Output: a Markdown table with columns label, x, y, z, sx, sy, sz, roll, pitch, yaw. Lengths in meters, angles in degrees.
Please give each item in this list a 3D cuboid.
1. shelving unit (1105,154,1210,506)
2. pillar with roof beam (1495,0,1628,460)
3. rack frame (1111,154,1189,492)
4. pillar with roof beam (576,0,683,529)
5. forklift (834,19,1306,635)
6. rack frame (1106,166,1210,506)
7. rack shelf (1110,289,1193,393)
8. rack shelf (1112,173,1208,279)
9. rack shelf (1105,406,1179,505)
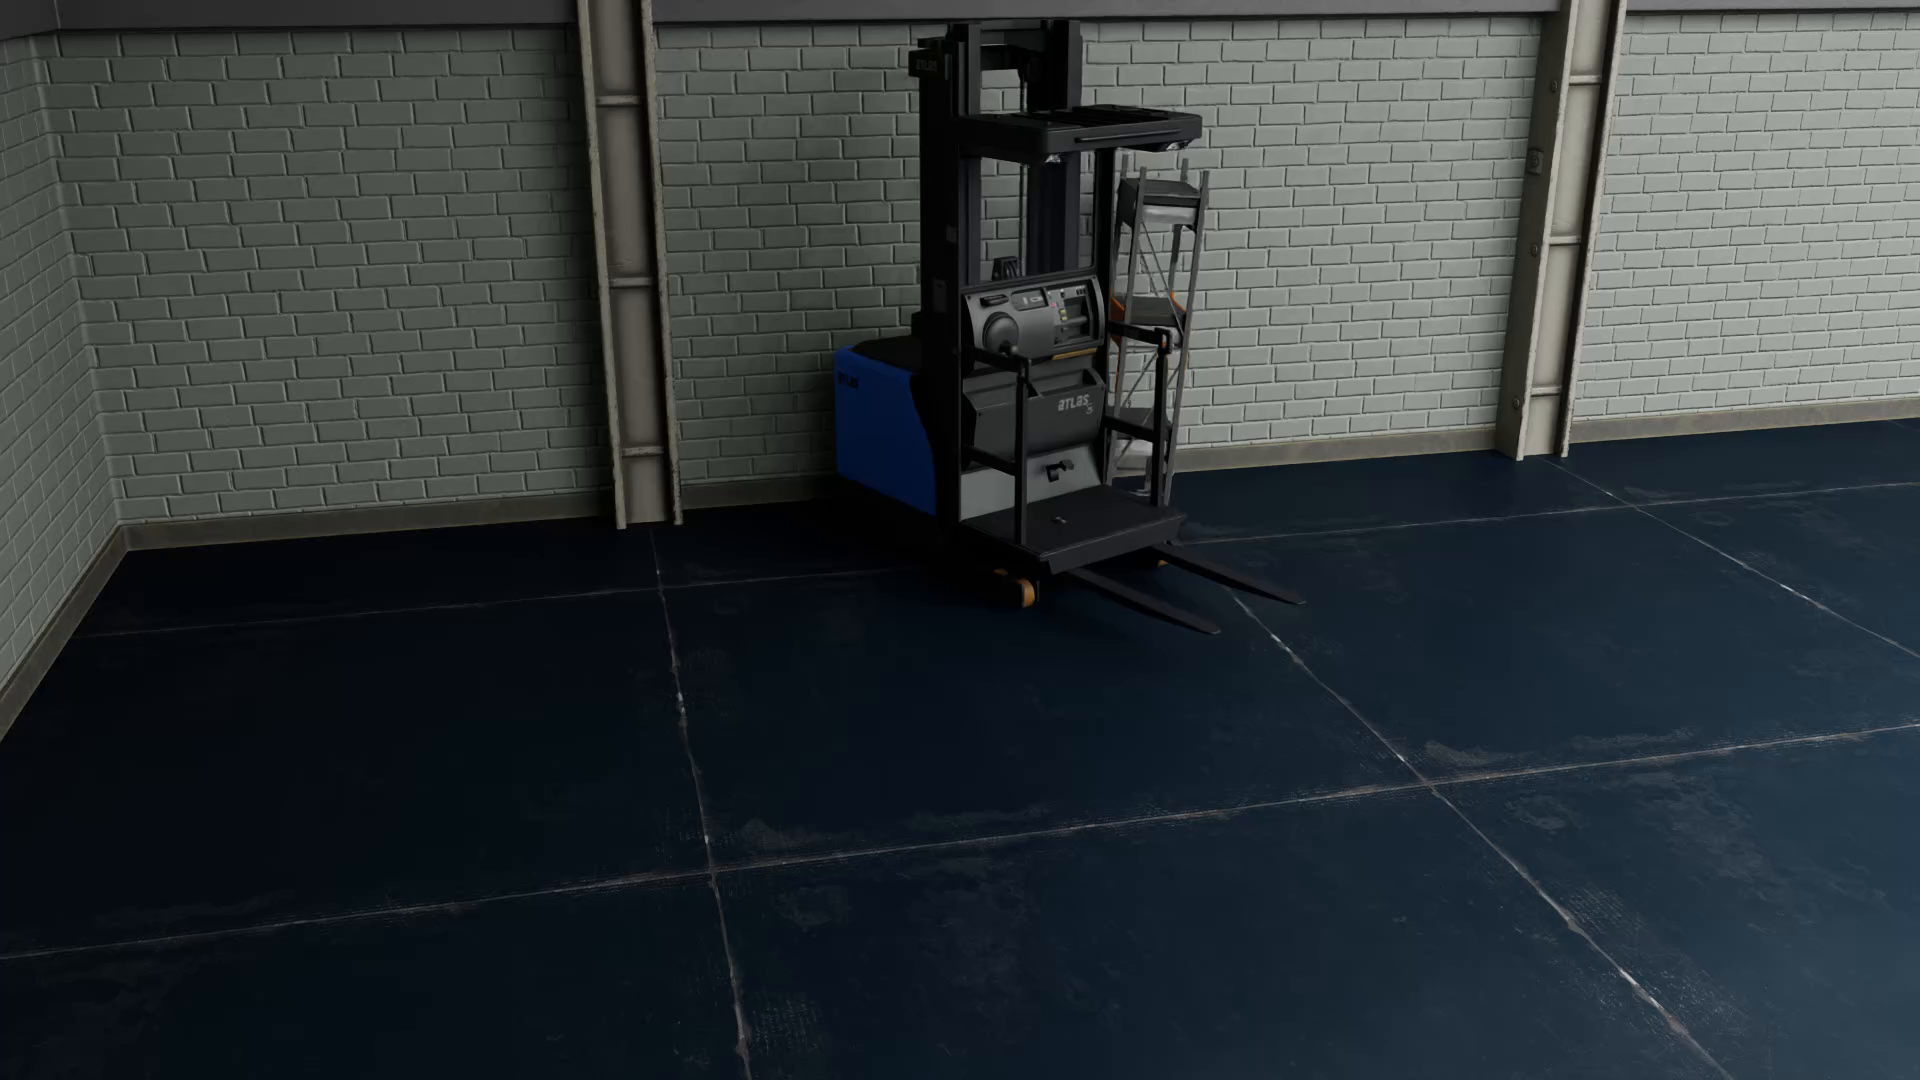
| label | x | y | z | sx | sy | sz | roll | pitch | yaw |
| --- | --- | --- | --- | --- | --- | --- | --- | --- | --- |
| shelving unit | 1.113 | -1.208 | 10.009 | 0.431 | 2.100 | 0.503 | 2 | 21 | -8 |
| pillar with roof beam | 4.923 | -3.392 | 5.991 | 0.400 | 9.000 | 9.100 | -5 | 21 | -12 |
| rack frame | 1.085 | -1.294 | 10.235 | 0.400 | 2.100 | 0.015 | 2 | 21 | -8 |
| pillar with roof beam | -0.916 | -2.917 | 4.695 | 0.400 | 9.000 | 9.100 | -5 | 21 | -12 |
| forklift | 0.542 | -1.200 | 8.828 | 1.130 | 2.935 | 3.031 | -15 | 25 | -35 |
| rack frame | 1.142 | -1.122 | 9.782 | 0.400 | 2.100 | 0.015 | 2 | 21 | -8 |
| rack shelf | 1.112 | -1.195 | 10.014 | 0.431 | 0.518 | 0.480 | 2 | 21 | -8 |
| rack shelf | 1.164 | -1.850 | 9.771 | 0.431 | 0.518 | 0.480 | 2 | 21 | -8 |
| rack shelf | 1.061 | -0.541 | 10.257 | 0.431 | 0.518 | 0.480 | 2 | 21 | -8 |
